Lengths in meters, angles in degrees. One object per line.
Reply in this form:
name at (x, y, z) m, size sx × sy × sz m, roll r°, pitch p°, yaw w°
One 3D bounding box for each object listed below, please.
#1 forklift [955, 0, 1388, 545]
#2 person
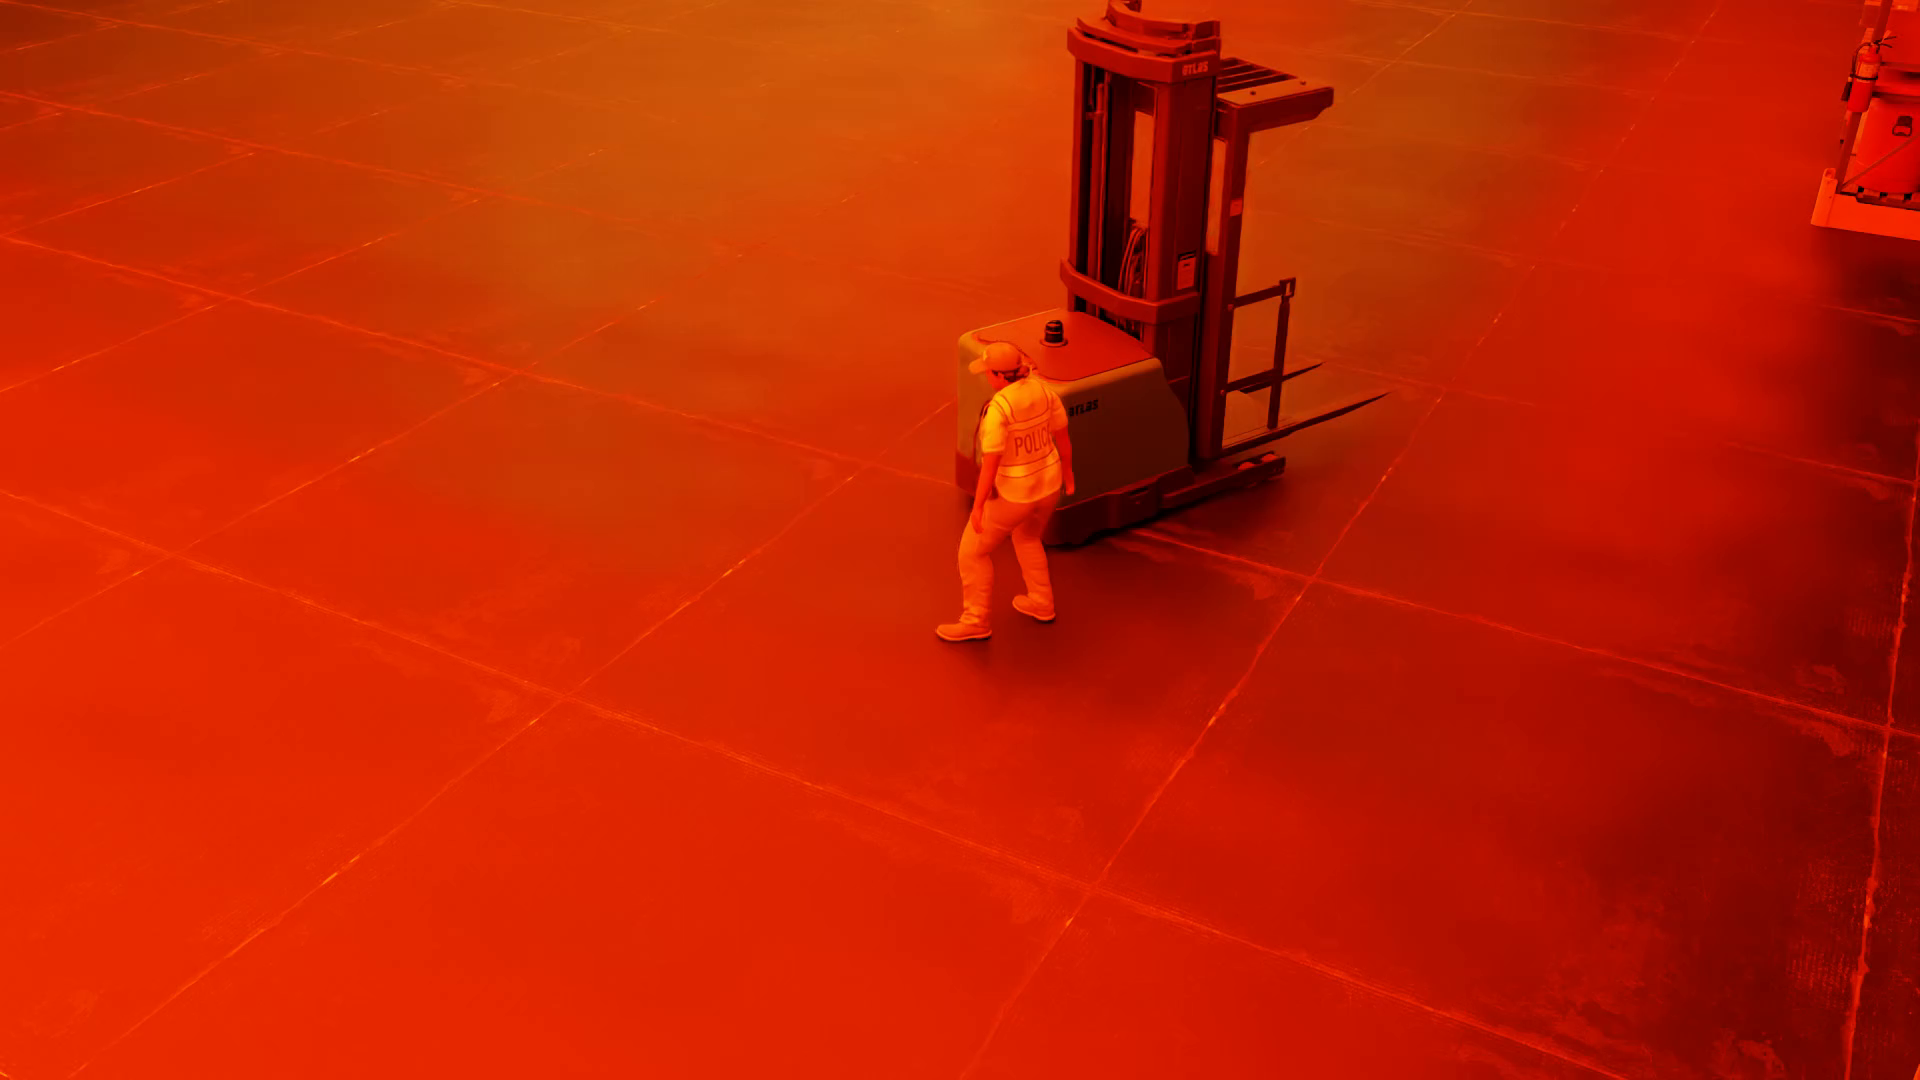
forklift at (1.476, -1.796, 10.183) m, size 3.031 × 2.935 × 1.130 m, roll -19°, pitch 35°, yaw -29°
person at (0.253, -0.268, 8.845) m, size 0.470 × 1.638 × 0.811 m, roll 27°, pitch 39°, yaw 38°
